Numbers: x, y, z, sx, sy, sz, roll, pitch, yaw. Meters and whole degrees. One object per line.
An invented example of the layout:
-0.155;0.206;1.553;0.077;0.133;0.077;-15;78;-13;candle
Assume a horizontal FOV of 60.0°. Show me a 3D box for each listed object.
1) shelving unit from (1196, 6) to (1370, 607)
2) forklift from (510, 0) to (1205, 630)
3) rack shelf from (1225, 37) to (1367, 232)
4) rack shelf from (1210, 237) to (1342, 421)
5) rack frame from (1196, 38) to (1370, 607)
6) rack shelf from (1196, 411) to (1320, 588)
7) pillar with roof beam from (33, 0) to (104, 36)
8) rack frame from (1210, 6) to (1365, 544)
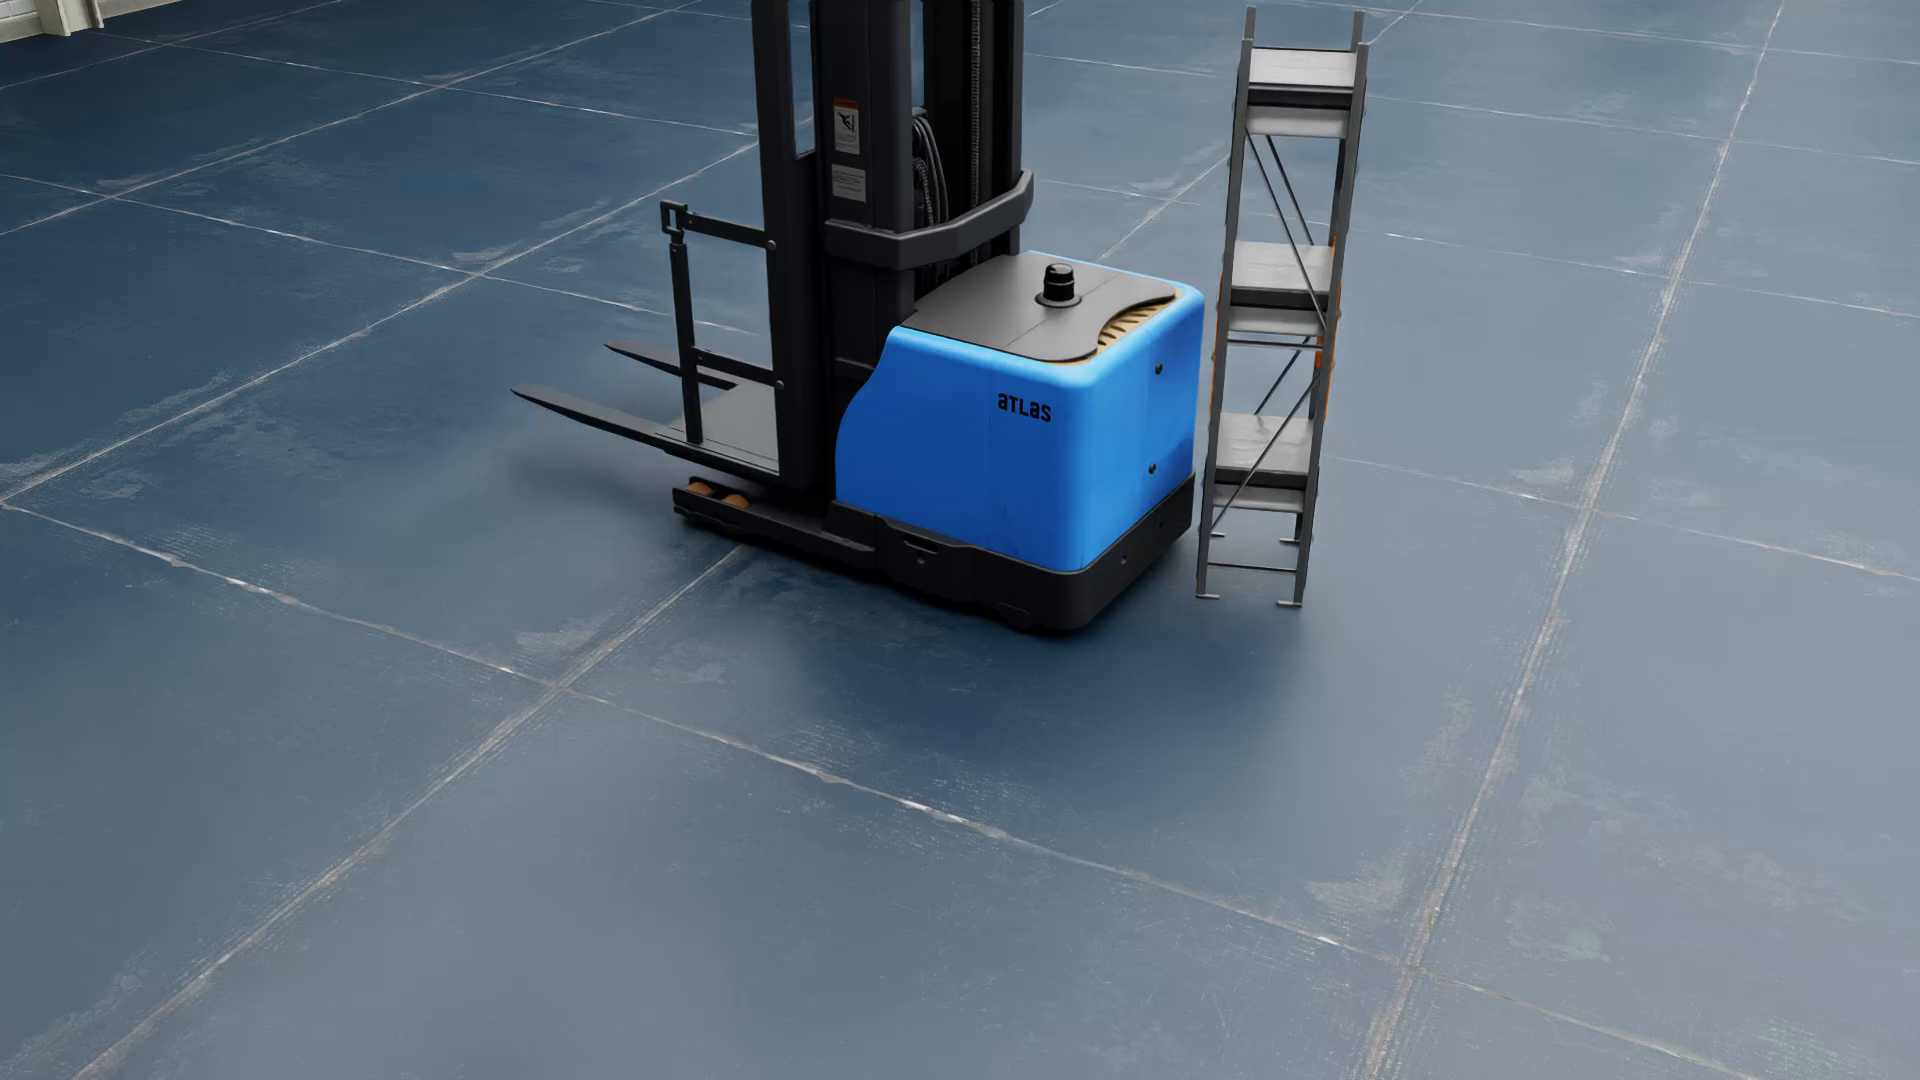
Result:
1.144;-0.797;6.028;0.431;2.100;0.503;5;30;9;shelving unit
-0.578;-1.489;6.400;3.031;2.935;1.130;18;34;28;forklift
1.144;-1.392;5.687;0.431;0.518;0.480;5;30;9;rack shelf
1.144;-0.785;6.035;0.431;0.518;0.480;5;30;9;rack shelf
1.100;-0.677;5.820;0.400;2.100;0.015;5;30;9;rack frame
1.144;-0.177;6.383;0.431;0.518;0.480;5;30;9;rack shelf
-3.898;-7.375;10.556;9.100;9.000;0.400;14;33;23;pillar with roof beam
1.188;-0.916;6.237;0.400;2.100;0.015;5;30;9;rack frame
